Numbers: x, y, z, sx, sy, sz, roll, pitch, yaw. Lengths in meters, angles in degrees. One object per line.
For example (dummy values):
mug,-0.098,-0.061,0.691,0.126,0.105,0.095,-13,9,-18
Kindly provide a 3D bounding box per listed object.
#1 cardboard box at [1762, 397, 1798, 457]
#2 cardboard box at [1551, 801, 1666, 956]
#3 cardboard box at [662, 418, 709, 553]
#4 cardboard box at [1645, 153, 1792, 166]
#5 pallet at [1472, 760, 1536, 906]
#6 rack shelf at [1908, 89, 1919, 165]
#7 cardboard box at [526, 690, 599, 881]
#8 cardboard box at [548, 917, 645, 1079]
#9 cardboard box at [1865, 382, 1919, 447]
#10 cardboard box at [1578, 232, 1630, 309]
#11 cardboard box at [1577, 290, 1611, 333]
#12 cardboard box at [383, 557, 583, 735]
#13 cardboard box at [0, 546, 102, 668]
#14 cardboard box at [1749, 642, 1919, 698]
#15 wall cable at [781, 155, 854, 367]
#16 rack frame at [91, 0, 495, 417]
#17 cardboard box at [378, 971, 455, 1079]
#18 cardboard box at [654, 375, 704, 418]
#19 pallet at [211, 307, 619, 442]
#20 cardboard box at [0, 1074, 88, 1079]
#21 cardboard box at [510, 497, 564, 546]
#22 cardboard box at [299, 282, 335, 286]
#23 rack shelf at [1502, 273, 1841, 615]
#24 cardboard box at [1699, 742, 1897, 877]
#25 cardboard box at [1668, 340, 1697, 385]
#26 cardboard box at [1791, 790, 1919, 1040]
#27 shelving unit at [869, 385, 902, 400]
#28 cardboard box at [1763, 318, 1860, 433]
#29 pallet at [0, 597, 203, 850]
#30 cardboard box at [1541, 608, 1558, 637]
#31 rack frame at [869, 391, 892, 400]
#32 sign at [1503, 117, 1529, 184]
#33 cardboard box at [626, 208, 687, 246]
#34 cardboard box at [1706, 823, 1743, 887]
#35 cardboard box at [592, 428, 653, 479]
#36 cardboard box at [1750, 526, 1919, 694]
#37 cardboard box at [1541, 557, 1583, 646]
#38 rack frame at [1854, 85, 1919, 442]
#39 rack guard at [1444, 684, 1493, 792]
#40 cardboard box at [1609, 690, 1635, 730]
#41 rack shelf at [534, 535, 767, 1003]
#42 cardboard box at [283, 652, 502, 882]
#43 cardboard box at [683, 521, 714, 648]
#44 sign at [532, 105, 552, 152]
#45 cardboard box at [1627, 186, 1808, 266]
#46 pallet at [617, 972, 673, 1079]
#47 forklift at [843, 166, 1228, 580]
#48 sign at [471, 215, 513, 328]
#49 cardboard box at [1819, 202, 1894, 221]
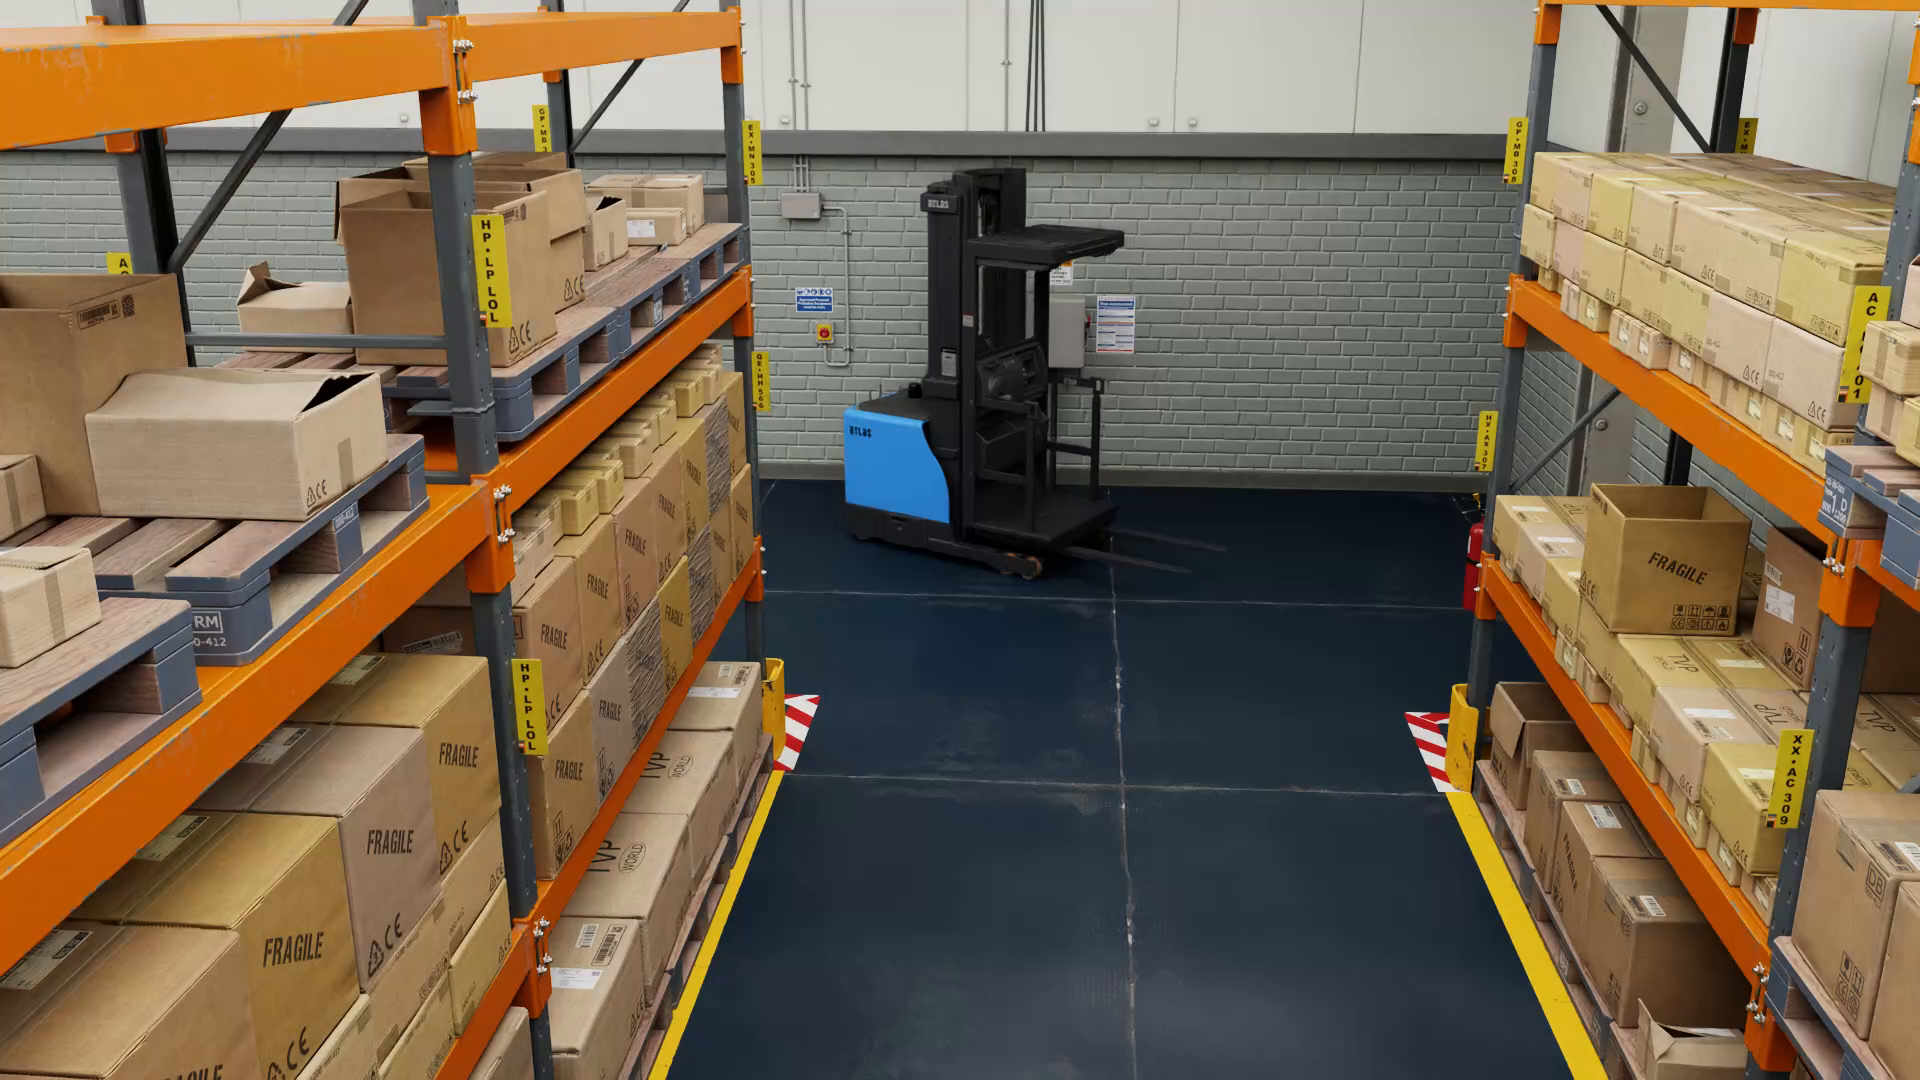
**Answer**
cardboard box,2.799,-0.358,5.284,0.380,0.149,0.250,1,18,4
cardboard box,2.957,1.503,7.359,0.500,0.500,0.500,2,18,5
cardboard box,-1.462,-0.261,7.635,0.500,0.500,0.500,1,18,4
cardboard box,3.580,-1.689,7.902,0.500,0.250,0.500,1,18,2
pallet,3.272,1.497,8.517,1.003,0.211,1.213,1,18,4
rack shelf,2.903,-0.555,2.464,1.077,0.370,4.000,1,18,4
cardboard box,-1.610,0.845,5.865,0.500,0.500,0.500,2,18,6
cardboard box,-1.752,1.858,6.375,0.875,0.438,0.875,1,18,3
cardboard box,2.629,-0.327,4.354,0.380,0.149,0.250,2,18,5
cardboard box,2.964,-1.147,7.051,0.500,0.250,0.500,1,18,2
cardboard box,2.919,-0.994,7.226,0.380,0.149,0.250,1,18,4
cardboard box,-1.629,0.368,5.717,0.500,0.500,0.500,1,18,4
cardboard box,-1.890,0.109,3.155,0.380,0.166,0.250,3,18,9
cardboard box,3.420,0.608,6.512,0.500,0.250,0.500,2,18,5
wall cable,-1.237,-2.459,14.428,0.585,1.953,0.123,1,18,4
rack frame,-1.904,-1.818,4.520,1.000,3.000,0.127,1,18,4
cardboard box,-1.723,1.407,4.552,0.500,0.250,0.500,1,18,3
cardboard box,-1.432,-0.686,7.891,0.380,0.149,0.250,2,18,5
pallet,-1.835,-0.604,5.775,1.003,0.211,1.213,1,18,4
cardboard box,-1.833,1.290,2.902,0.500,0.500,0.500,2,18,5
cardboard box,-1.644,-0.051,5.952,0.380,0.149,0.250,1,18,3
cardboard box,-2.159,-0.808,5.823,0.380,0.149,0.250,2,18,5
rack shelf,3.190,-0.562,6.660,1.077,0.370,4.000,1,18,4
cardboard box,2.840,0.909,5.596,0.500,0.250,0.500,2,18,5
cardboard box,2.909,-0.678,6.261,0.380,0.149,0.250,1,18,4
cardboard box,2.789,1.041,4.595,0.700,0.500,0.500,2,18,5
shelving unit,-0.623,-0.768,14.080,0.215,1.050,0.252,6,19,17
cardboard box,2.832,-0.509,5.104,0.500,0.250,0.500,1,18,4
pallet,-2.121,0.391,2.899,1.003,0.211,1.213,2,18,6
cardboard box,3.001,0.355,7.926,0.380,0.149,0.250,2,18,6
rack frame,-0.660,-0.732,13.970,0.200,1.050,0.008,6,19,17
sign,2.792,-1.953,8.344,0.100,0.325,0.005,1,18,4
cardboard box,-1.510,-1.489,7.901,0.380,0.149,0.250,0,18,0
cardboard box,2.815,1.076,5.726,0.380,0.149,0.250,2,18,5
cardboard box,-1.495,-0.363,6.905,0.380,0.149,0.250,1,18,4
cardboard box,3.419,0.259,6.373,0.500,0.500,0.500,1,18,2
cardboard box,2.963,0.279,7.517,0.500,0.250,0.500,1,18,3
rack frame,3.047,-1.708,4.185,1.000,3.000,0.127,1,18,4
rack guard,3.328,1.112,9.228,1.175,0.500,0.348,1,18,4
cardboard box,2.946,0.678,6.939,0.380,0.149,0.250,1,18,4
rack shelf,-1.761,0.753,7.462,1.077,0.370,4.000,1,18,4
cardboard box,-1.686,0.654,4.842,0.500,0.500,0.500,2,18,6
cardboard box,-1.466,0.214,7.792,0.500,0.500,0.500,2,18,6
sign,-2.171,-2.102,8.673,0.100,0.325,0.005,1,18,4
cardboard box,2.947,-1.228,6.497,0.500,0.250,0.500,2,18,5
pallet,-1.772,2.123,6.603,1.003,0.211,1.213,1,18,4
forklift,0.571,-1.282,12.629,3.031,2.935,1.130,12,21,32
sign,-1.362,-0.779,4.830,0.100,0.325,0.005,1,18,4
cardboard box,3.424,-1.057,5.975,0.500,0.250,0.500,1,18,3
